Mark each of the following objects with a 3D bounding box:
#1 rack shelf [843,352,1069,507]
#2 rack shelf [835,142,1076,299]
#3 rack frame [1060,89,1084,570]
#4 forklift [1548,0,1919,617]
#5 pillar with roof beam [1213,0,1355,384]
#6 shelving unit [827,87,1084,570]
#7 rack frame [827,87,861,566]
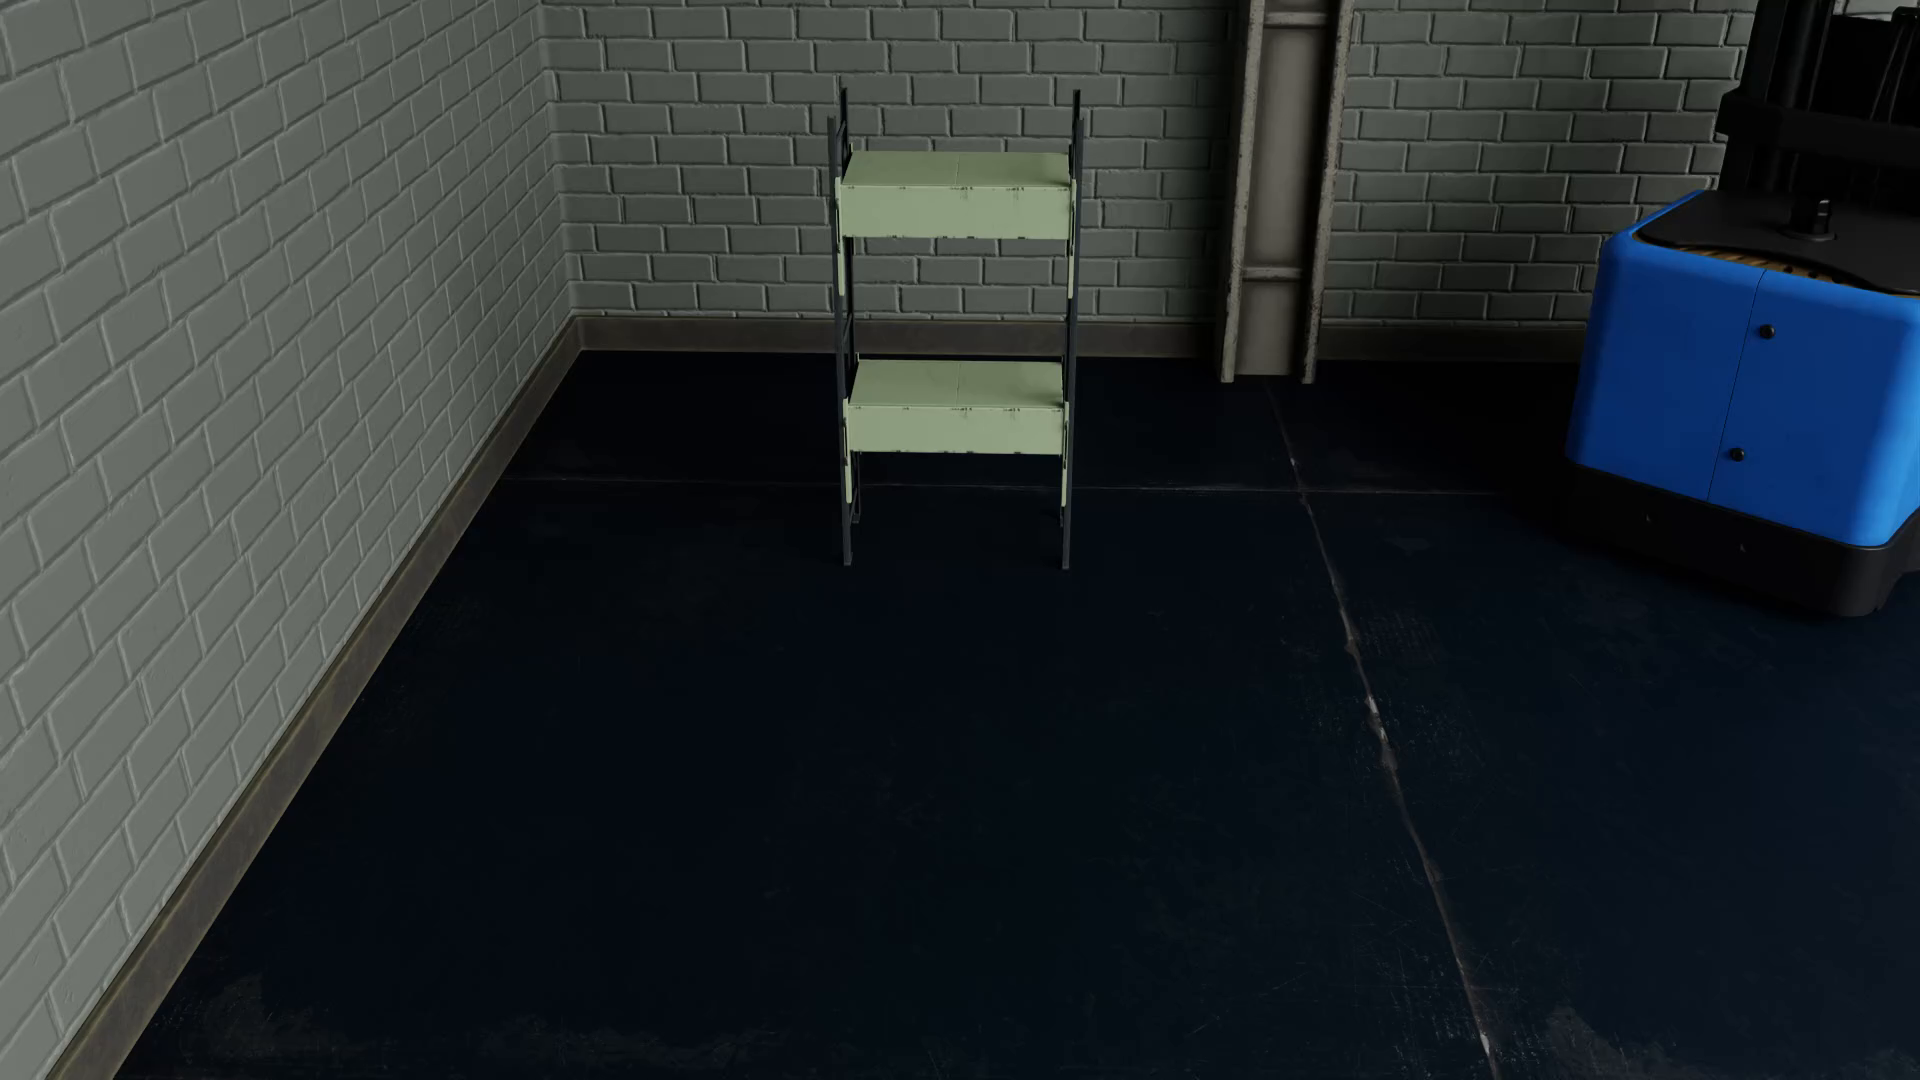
[{"bbox_3d":[-0.007,-0.375,5.552,0.720,0.370,0.431,1,28,2],"label":"rack shelf"},{"bbox_3d":[-0.007,-1.008,5.216,0.720,0.370,0.431,1,28,2],"label":"rack shelf"},{"bbox_3d":[0.359,-0.657,5.388,0.023,1.500,0.400,1,28,2],"label":"rack frame"},{"bbox_3d":[3.389,-1.663,5.758,1.130,2.935,3.031,23,35,36],"label":"forklift"},{"bbox_3d":[1.145,-2.694,1.225,0.400,9.000,9.100,1,28,2],"label":"pillar with roof beam"},{"bbox_3d":[-0.007,-0.663,5.399,0.755,1.500,0.431,1,28,2],"label":"shelving unit"},{"bbox_3d":[-0.372,-0.669,5.410,0.023,1.500,0.400,1,28,2],"label":"rack frame"}]
